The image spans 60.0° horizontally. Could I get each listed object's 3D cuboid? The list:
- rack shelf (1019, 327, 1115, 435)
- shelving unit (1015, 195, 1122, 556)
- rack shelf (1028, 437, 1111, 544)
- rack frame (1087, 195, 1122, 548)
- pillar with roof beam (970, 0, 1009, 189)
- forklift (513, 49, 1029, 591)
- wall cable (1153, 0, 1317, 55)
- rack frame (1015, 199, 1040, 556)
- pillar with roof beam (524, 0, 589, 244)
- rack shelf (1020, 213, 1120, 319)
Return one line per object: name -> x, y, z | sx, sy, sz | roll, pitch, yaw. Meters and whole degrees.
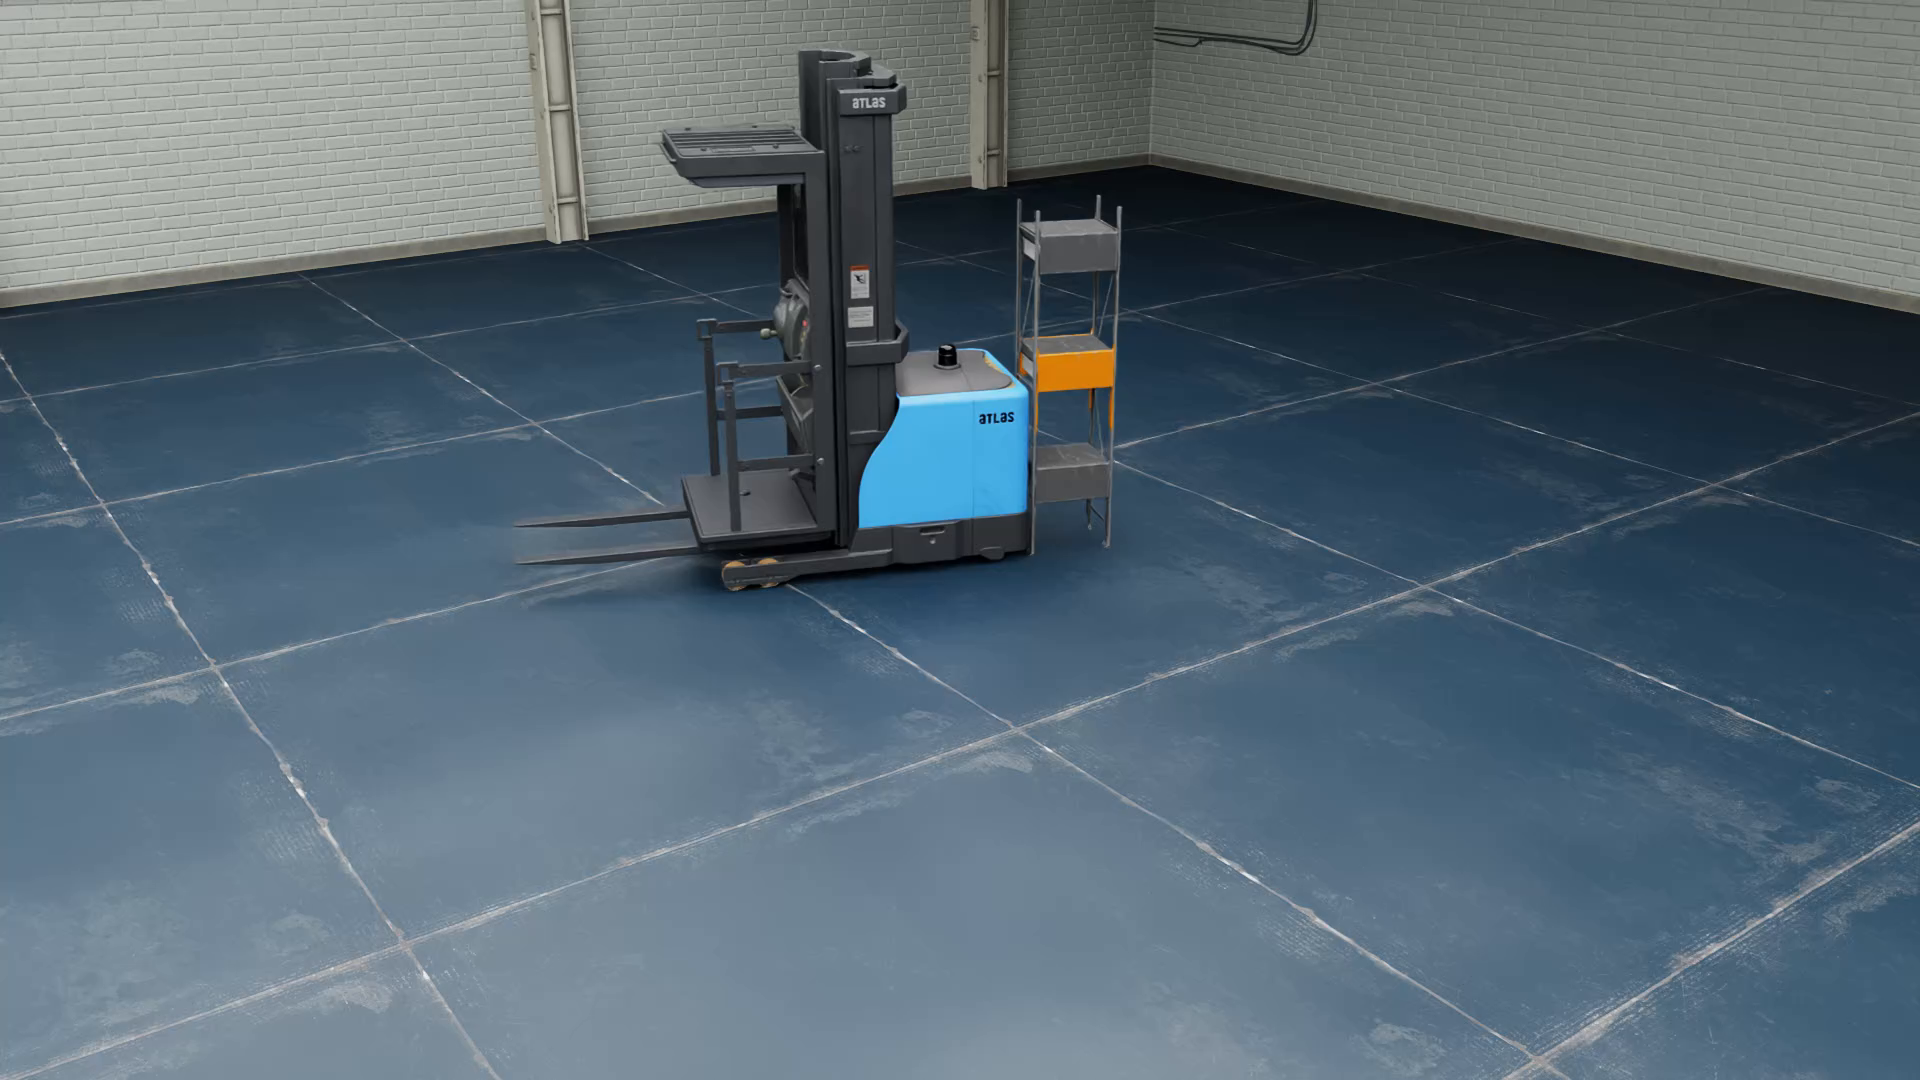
rack shelf -> 0.630, -0.961, 10.008 | 0.480, 0.518, 0.431 | -6, 22, -14
shelving unit -> 0.630, -0.974, 10.003 | 0.503, 2.100, 0.431 | -6, 22, -14
rack shelf -> 0.630, -0.311, 10.268 | 0.480, 0.518, 0.431 | -6, 22, -14
rack frame -> 0.867, -0.996, 10.060 | 0.015, 2.100, 0.400 | -6, 22, -14
pillar with roof beam -> 2.900, -7.618, 17.345 | 0.400, 9.000, 9.100 | -15, 26, -33
forklift -> -1.155, -1.284, 9.659 | 3.031, 2.935, 1.130 | -6, 22, -14
wall cable -> 3.549, -7.711, 21.767 | 0.112, 2.526, 3.097 | -15, 26, -33
rack frame -> 0.394, -0.951, 9.946 | 0.015, 2.100, 0.400 | -6, 22, -14
pillar with roof beam -> -1.971, -6.319, 14.090 | 0.400, 9.000, 9.100 | -15, 26, -33
rack shelf -> 0.630, -1.611, 9.749 | 0.480, 0.518, 0.431 | -6, 22, -14
